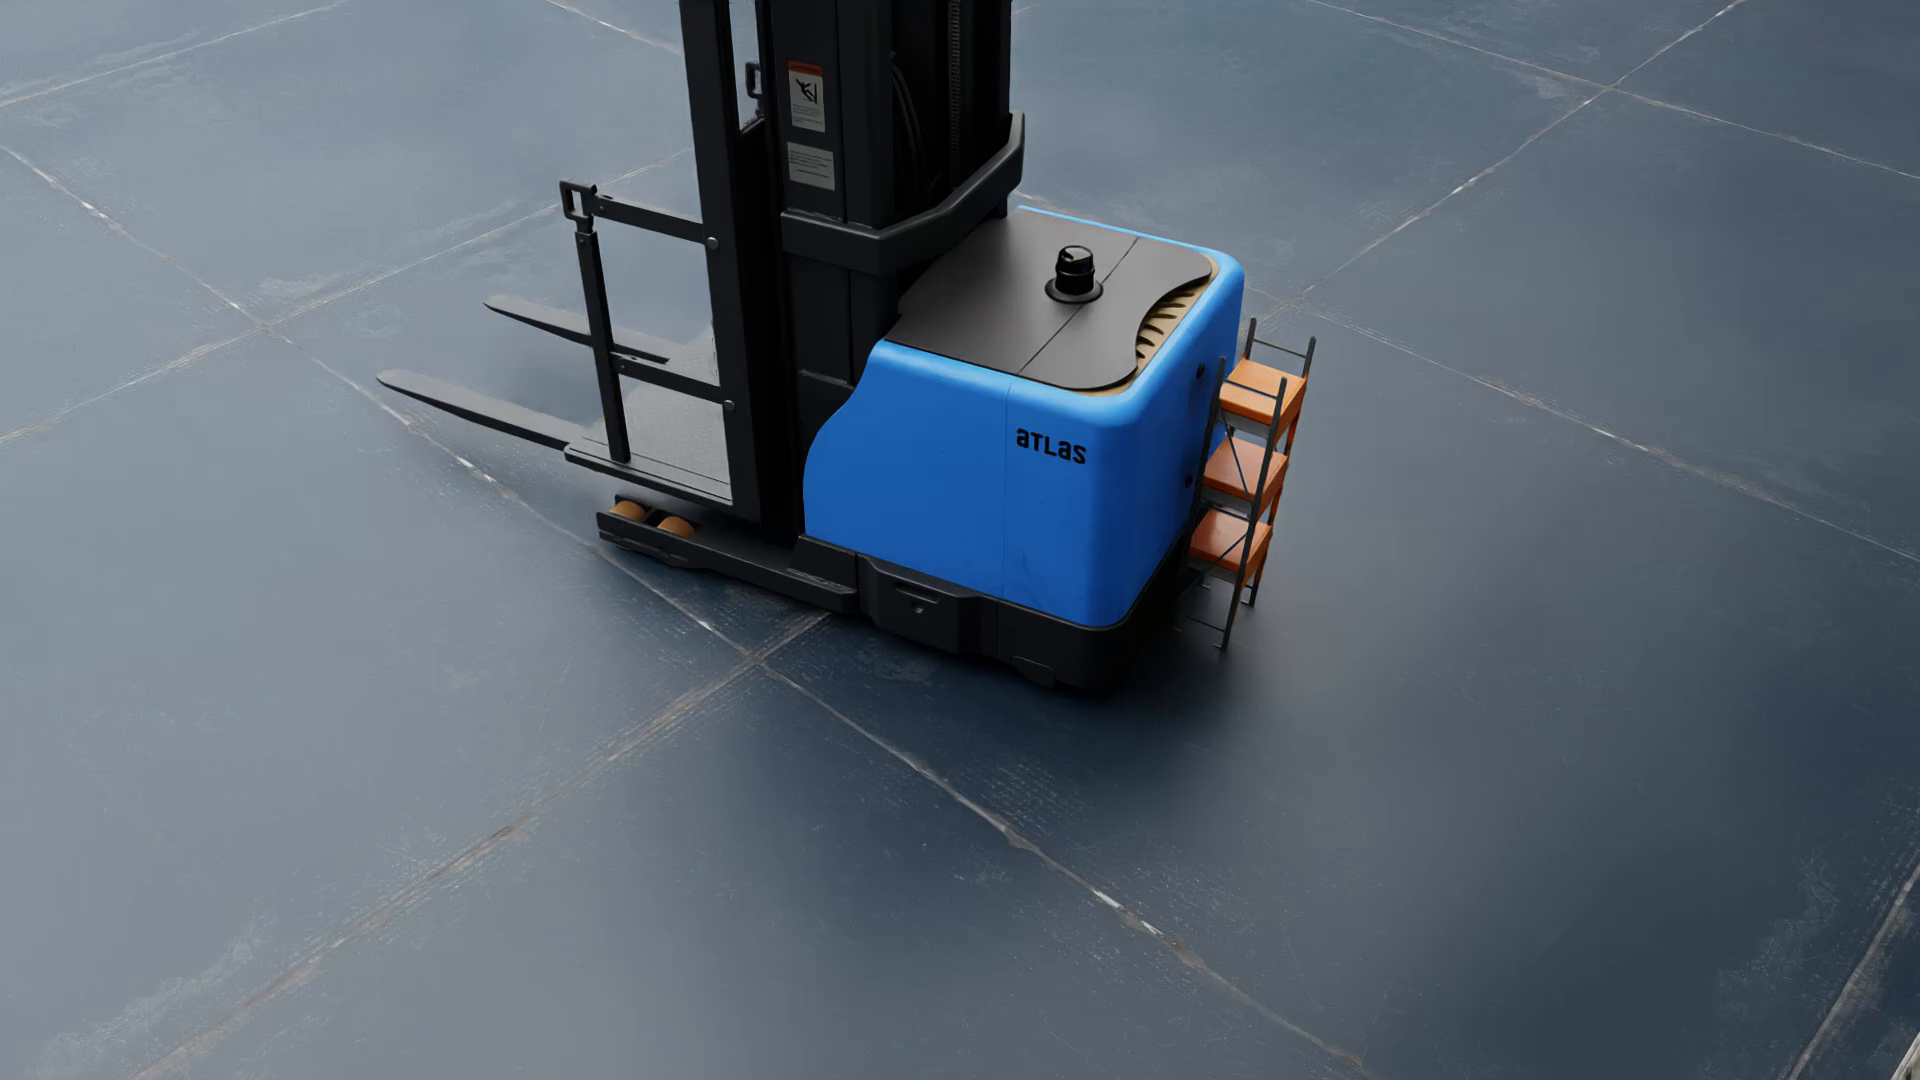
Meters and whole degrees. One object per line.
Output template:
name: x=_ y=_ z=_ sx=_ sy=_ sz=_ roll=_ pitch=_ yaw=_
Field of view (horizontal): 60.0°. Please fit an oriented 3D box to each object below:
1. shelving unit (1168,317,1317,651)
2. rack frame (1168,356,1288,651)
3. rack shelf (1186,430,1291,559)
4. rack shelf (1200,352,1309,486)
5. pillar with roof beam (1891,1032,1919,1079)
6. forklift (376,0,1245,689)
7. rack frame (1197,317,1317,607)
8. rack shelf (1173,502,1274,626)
shelving unit: x=0.849 y=-0.150 z=5.073 sx=0.215 sy=1.050 sz=0.252 roll=22 pitch=43 yaw=19
rack frame: x=0.791 y=-0.083 z=4.990 sx=0.200 sy=1.050 sz=0.008 roll=22 pitch=43 yaw=19
rack shelf: x=0.849 y=-0.142 z=5.080 sx=0.215 sy=0.259 sz=0.240 roll=22 pitch=43 yaw=19
rack shelf: x=0.866 y=-0.357 z=4.897 sx=0.215 sy=0.259 sz=0.240 roll=22 pitch=43 yaw=19
pillar with roof beam: x=-1.372 y=-3.556 z=2.982 sx=9.100 sy=9.000 sz=0.400 roll=30 pitch=47 yaw=32
forklift: x=-0.660 y=-1.332 z=5.059 sx=3.031 sy=2.935 sz=1.130 roll=18 pitch=42 yaw=21
rack frame: x=0.908 y=-0.216 z=5.157 sx=0.200 sy=1.050 sz=0.008 roll=22 pitch=43 yaw=19
rack shelf: x=0.832 y=0.070 z=5.260 sx=0.215 sy=0.259 sz=0.240 roll=22 pitch=43 yaw=19
